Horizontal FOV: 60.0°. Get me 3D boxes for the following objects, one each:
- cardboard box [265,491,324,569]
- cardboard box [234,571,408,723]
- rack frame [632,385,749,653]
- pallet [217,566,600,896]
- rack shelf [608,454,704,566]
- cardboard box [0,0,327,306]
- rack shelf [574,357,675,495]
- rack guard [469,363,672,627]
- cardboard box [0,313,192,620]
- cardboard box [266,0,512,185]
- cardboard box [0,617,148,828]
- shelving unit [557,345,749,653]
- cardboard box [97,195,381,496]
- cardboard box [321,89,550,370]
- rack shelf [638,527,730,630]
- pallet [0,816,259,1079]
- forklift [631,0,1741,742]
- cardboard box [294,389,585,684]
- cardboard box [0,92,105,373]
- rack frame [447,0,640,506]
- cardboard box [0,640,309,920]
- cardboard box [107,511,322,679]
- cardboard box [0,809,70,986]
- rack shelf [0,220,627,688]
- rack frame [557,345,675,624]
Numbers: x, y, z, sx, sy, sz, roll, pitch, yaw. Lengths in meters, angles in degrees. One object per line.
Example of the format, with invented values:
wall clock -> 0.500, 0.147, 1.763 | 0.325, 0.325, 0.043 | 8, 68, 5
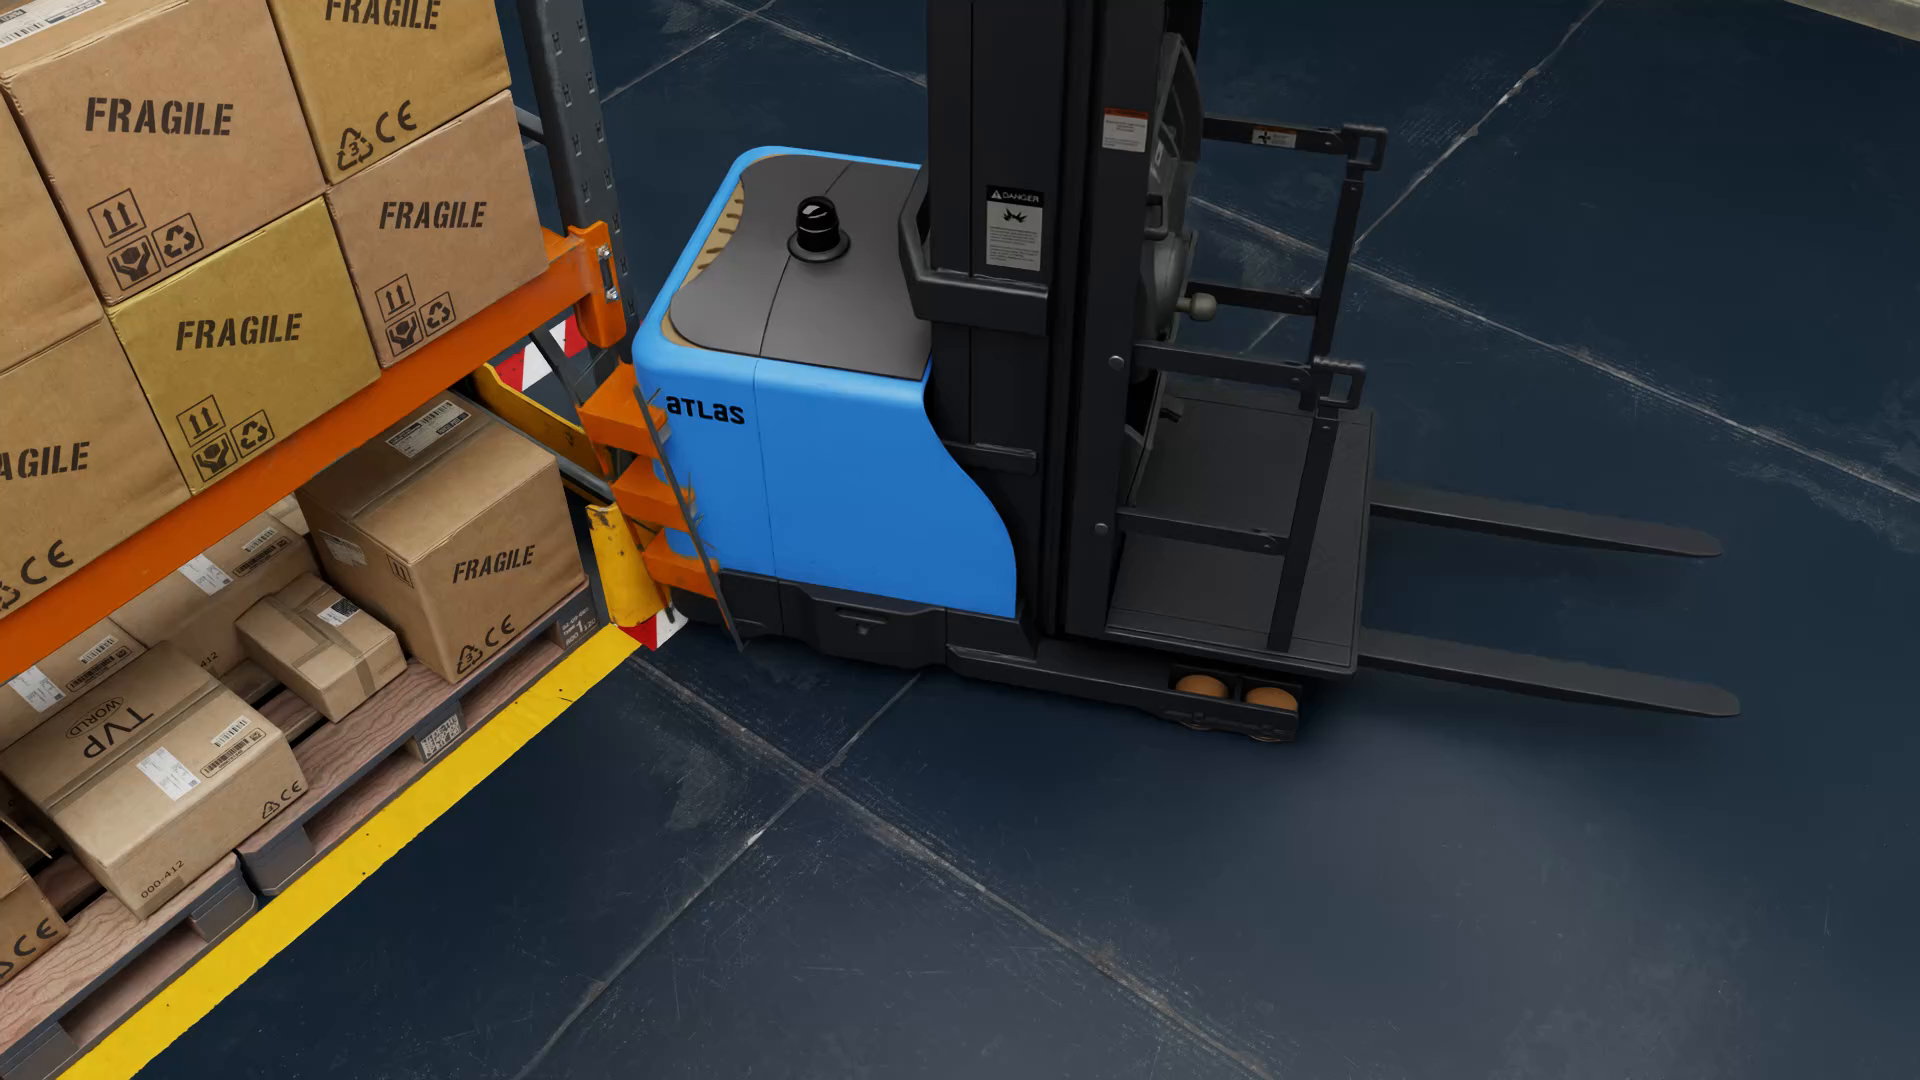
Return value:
cardboard box -> -1.977, -0.097, 4.923 | 0.380, 0.166, 0.250 | 29, 53, 25
cardboard box -> -1.753, 0.284, 4.559 | 0.380, 0.166, 0.250 | 29, 53, 25
rack frame -> -0.690, -0.092, 4.607 | 0.008, 1.050, 0.200 | 15, 52, 25
pallet -> -1.830, 0.309, 4.809 | 1.003, 0.211, 1.213 | 29, 53, 25
rack shelf -> -0.795, -0.114, 4.666 | 0.240, 0.259, 0.215 | 15, 52, 25
cardboard box -> -1.659, -0.869, 3.245 | 0.500, 0.500, 0.500 | 31, 54, 26
rack shelf -> -0.841, -0.307, 4.463 | 0.240, 0.259, 0.215 | 15, 52, 25
rack guard -> -1.343, -0.247, 5.141 | 1.175, 0.500, 0.348 | 29, 53, 25
cardboard box -> -1.979, -0.231, 3.327 | 0.500, 0.500, 0.500 | 30, 53, 25
cardboard box -> -1.351, -1.158, 3.521 | 0.500, 0.500, 0.500 | 29, 53, 25
cardboard box -> -2.465, 0.401, 4.389 | 0.500, 0.250, 0.500 | 29, 53, 25
shelving unit -> -0.797, -0.121, 4.659 | 0.252, 1.050, 0.215 | 15, 52, 25
cardboard box -> -1.669, -0.514, 3.597 | 0.500, 0.500, 0.500 | 30, 53, 25
cardboard box -> -1.355, -0.812, 3.882 | 0.500, 0.500, 0.500 | 31, 54, 26
rack shelf -> -0.750, 0.074, 4.866 | 0.240, 0.259, 0.215 | 15, 52, 25
pallet -> -2.576, 1.004, 4.145 | 1.003, 0.211, 1.213 | 29, 53, 25
forklift -> 0.708, -0.866, 4.050 | 3.031, 2.935, 1.130 | 9, 47, 9
cardboard box -> -1.434, -0.023, 4.622 | 0.500, 0.500, 0.500 | 29, 53, 25
cardboard box -> -1.972, -0.570, 2.959 | 0.500, 0.500, 0.500 | 31, 54, 26
rack frame -> -1.296, -1.154, 4.278 | 1.000, 3.000, 0.127 | 29, 53, 25
cardboard box -> -2.038, 0.594, 4.206 | 0.500, 0.250, 0.500 | 29, 53, 25
cardboard box -> -2.159, 0.115, 4.663 | 0.500, 0.250, 0.500 | 29, 53, 25
cardboard box -> -2.597, 0.768, 3.865 | 0.797, 0.503, 0.637 | 29, 53, 25
rack shelf -> -2.519, 0.239, 3.445 | 1.077, 0.370, 4.000 | 29, 53, 25
rack frame -> -0.903, -0.151, 4.710 | 0.008, 1.050, 0.200 | 15, 52, 25
